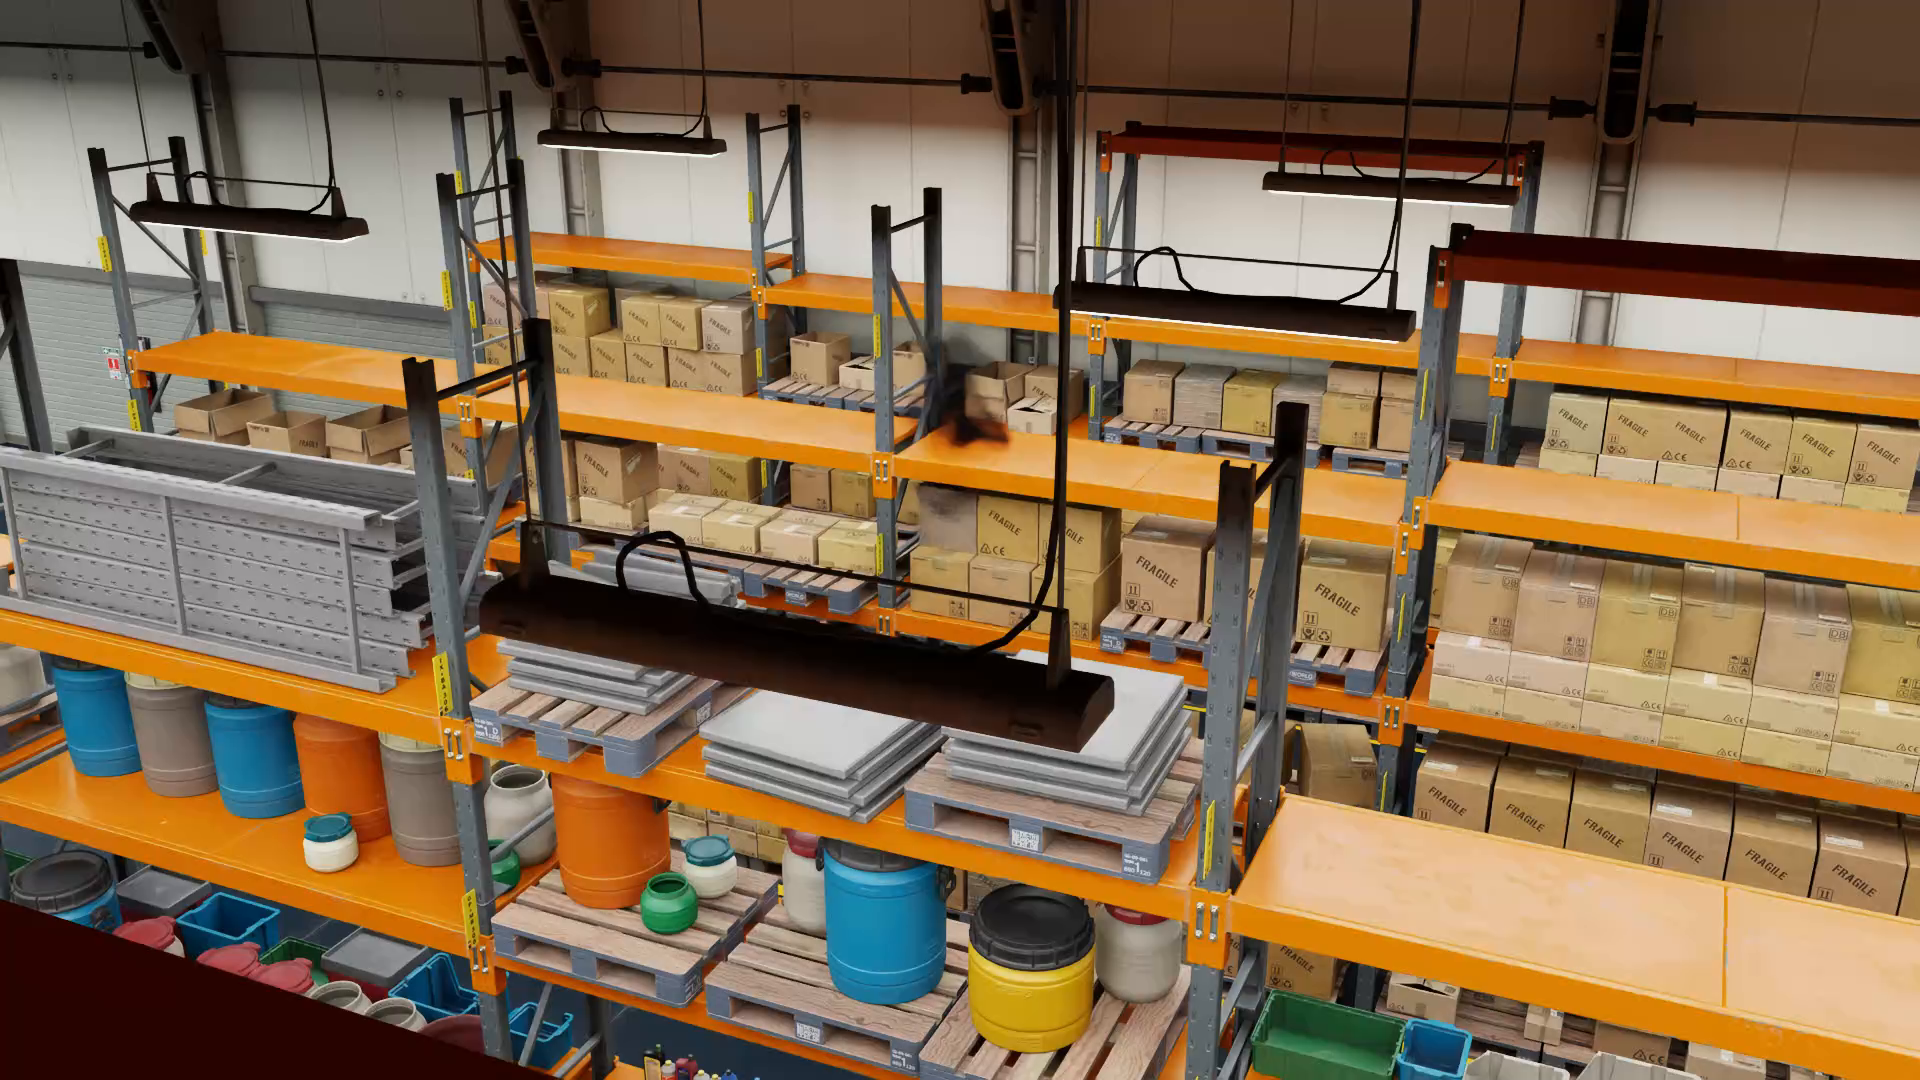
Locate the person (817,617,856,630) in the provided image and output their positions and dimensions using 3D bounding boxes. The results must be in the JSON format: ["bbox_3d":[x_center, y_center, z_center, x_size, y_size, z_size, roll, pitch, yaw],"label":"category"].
[{"bbox_3d":[-1.313,0.915,17.065,0.567,1.722,0.635,7,22,19],"label":"person"}]
